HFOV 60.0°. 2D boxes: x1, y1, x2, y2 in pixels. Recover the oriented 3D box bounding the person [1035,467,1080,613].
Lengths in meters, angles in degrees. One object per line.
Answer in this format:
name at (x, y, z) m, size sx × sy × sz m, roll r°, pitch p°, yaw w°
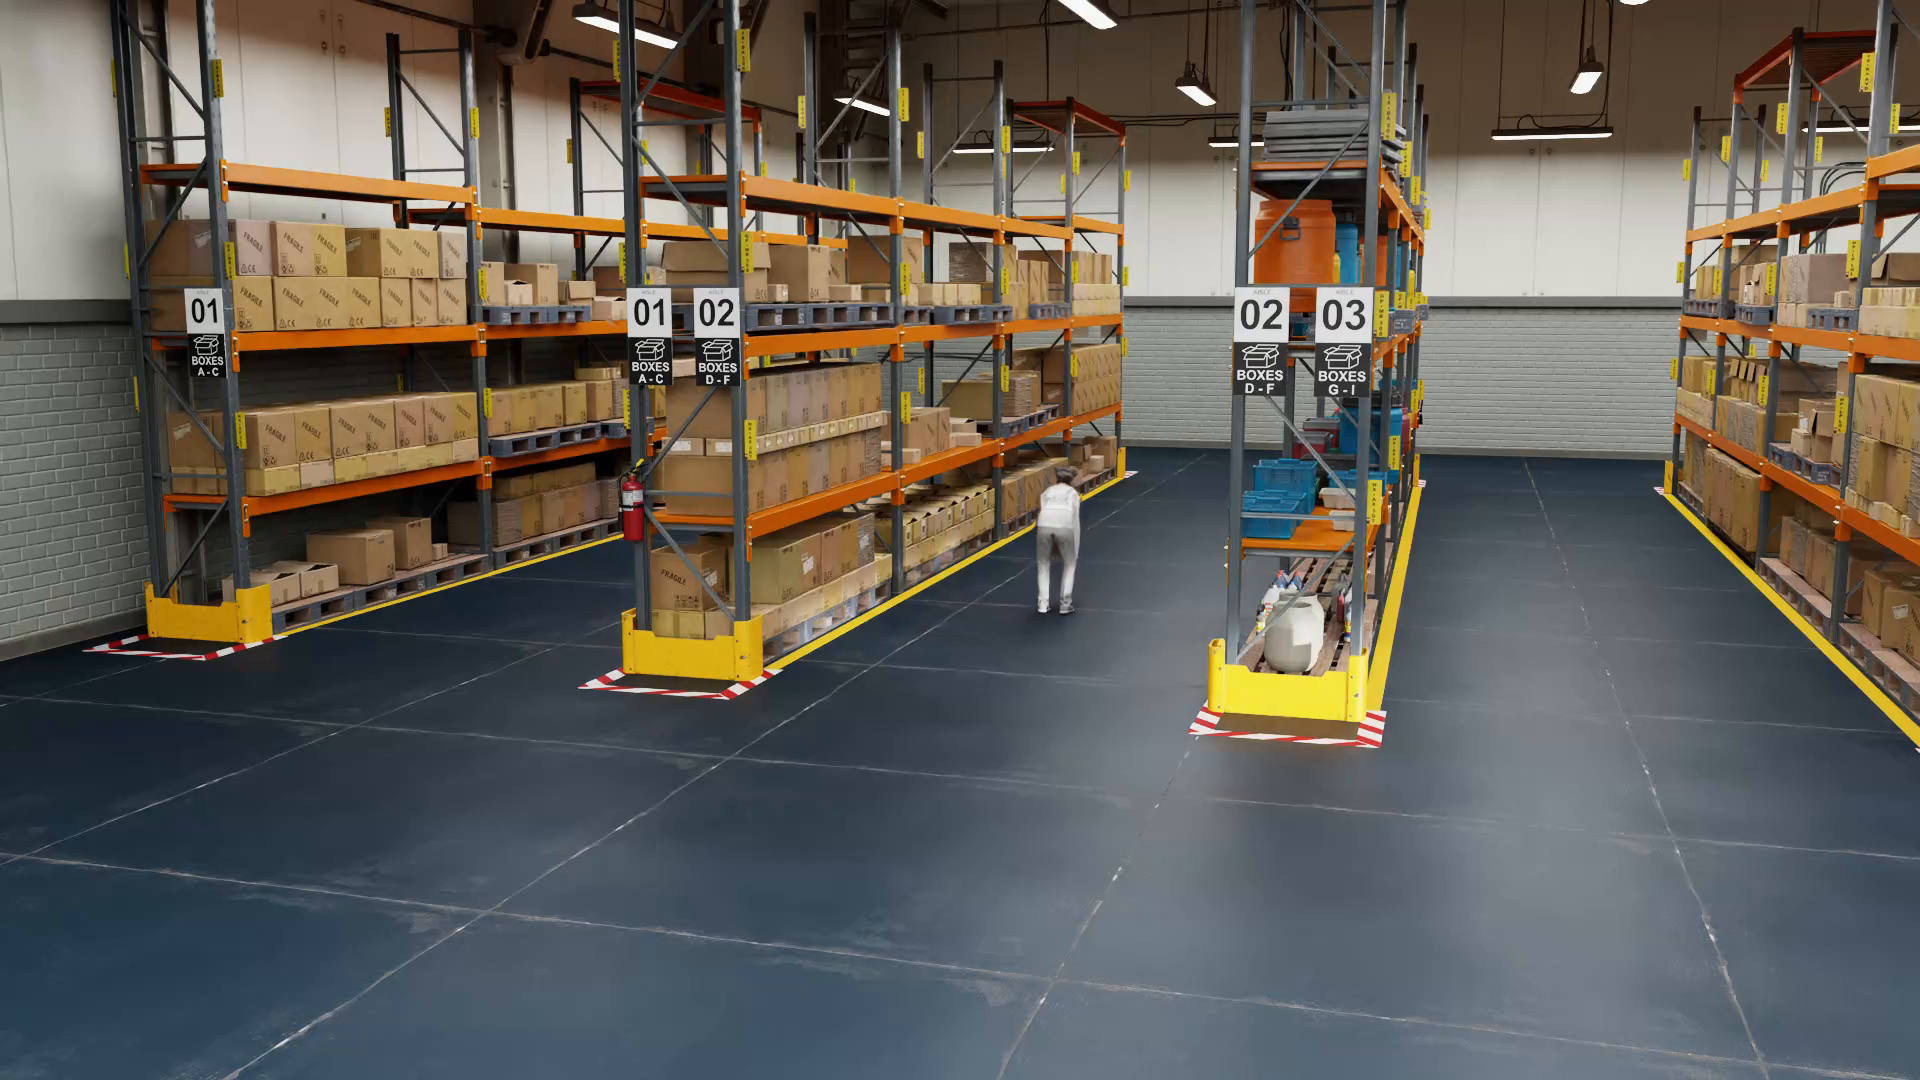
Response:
person at (0.997, -0.008, 16.723) m, size 0.407 × 1.427 × 0.814 m, roll 2°, pitch 9°, yaw 15°
